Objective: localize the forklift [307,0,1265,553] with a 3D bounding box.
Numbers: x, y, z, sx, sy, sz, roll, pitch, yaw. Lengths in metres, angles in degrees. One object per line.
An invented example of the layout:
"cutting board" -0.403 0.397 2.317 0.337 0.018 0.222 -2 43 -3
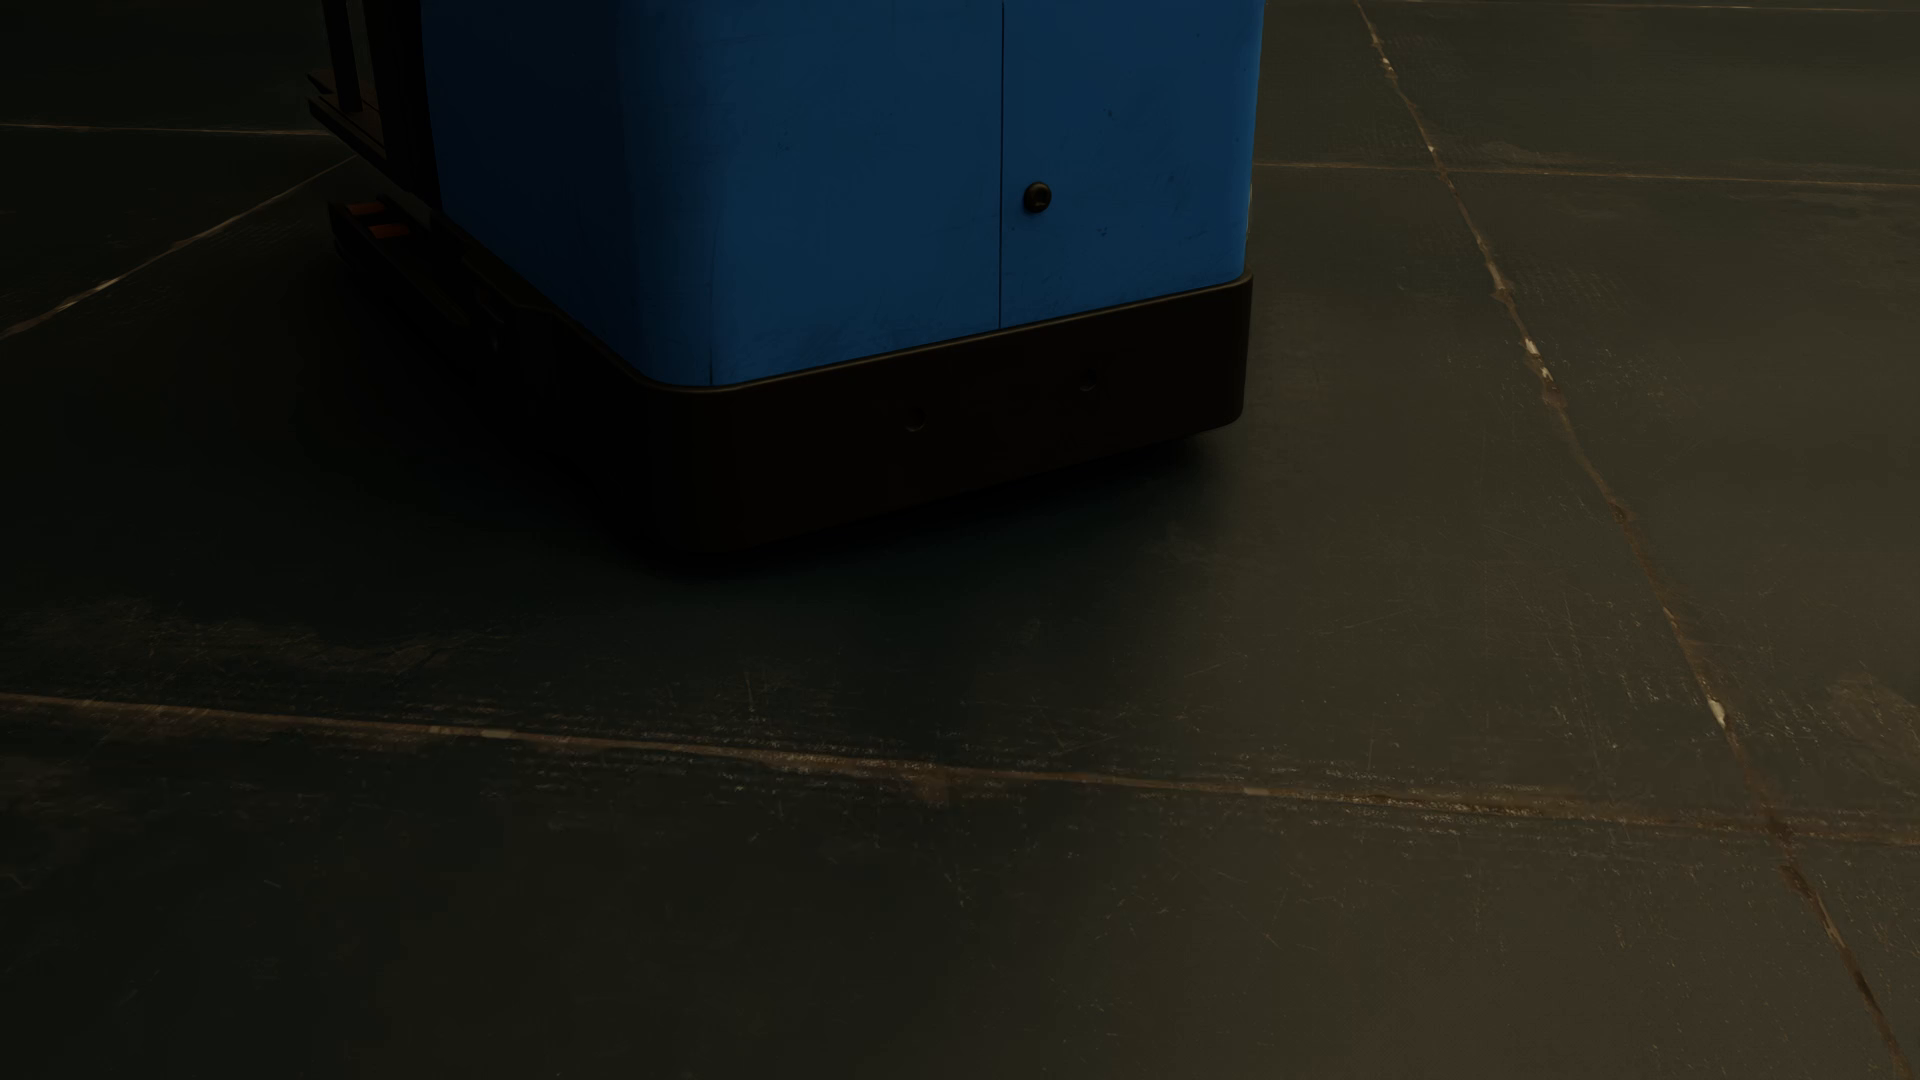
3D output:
"forklift" -0.724 -1.909 3.044 1.130 2.935 3.031 -15 30 -28
